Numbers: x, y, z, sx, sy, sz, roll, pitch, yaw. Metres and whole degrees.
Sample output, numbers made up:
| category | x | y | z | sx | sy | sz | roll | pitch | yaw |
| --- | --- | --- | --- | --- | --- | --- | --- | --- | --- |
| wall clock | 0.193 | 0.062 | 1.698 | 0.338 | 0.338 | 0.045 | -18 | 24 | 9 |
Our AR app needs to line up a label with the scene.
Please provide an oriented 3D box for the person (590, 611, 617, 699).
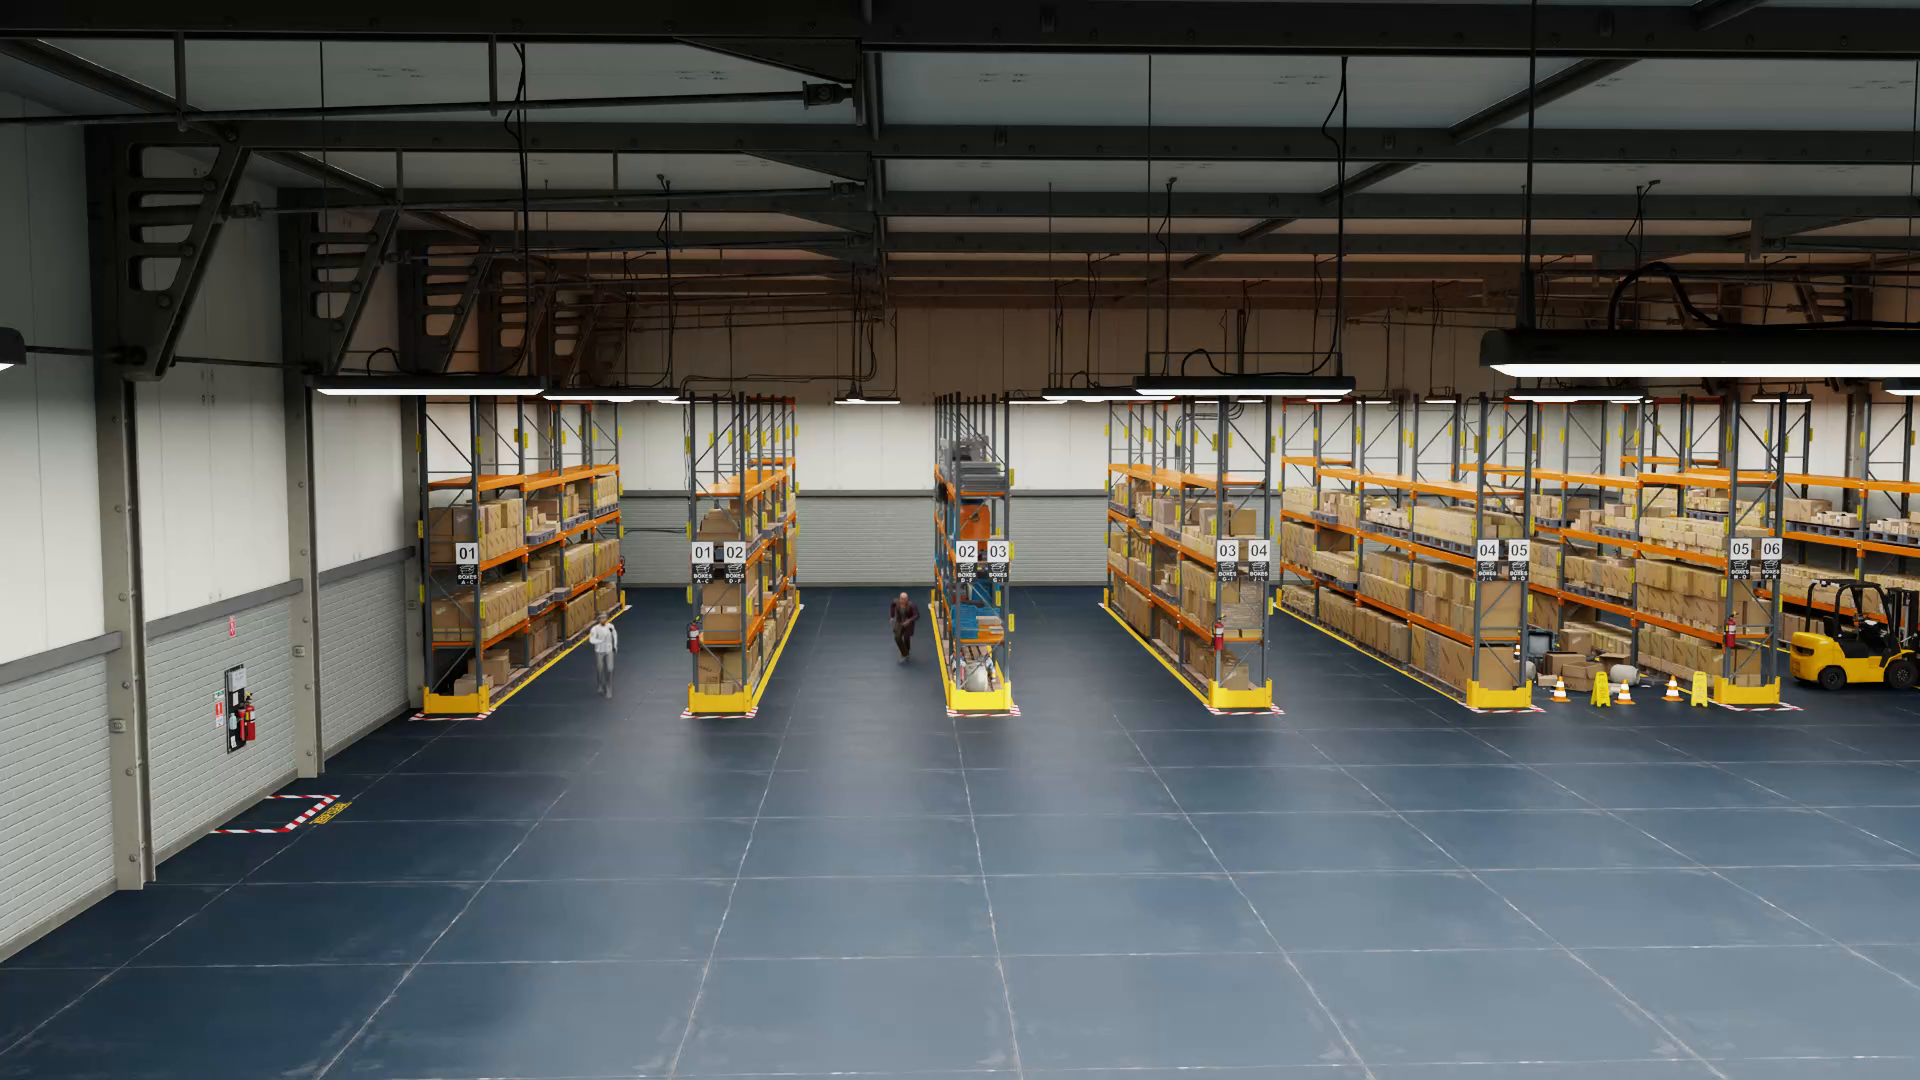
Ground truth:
| category | x | y | z | sx | sy | sz | roll | pitch | yaw |
| --- | --- | --- | --- | --- | --- | --- | --- | --- | --- |
| person | -7.031 | 2.252 | 32.822 | 0.560 | 1.746 | 0.832 | -1 | 5 | -17 |

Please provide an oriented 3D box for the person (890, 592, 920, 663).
| category | x | y | z | sx | sy | sz | roll | pitch | yaw |
| --- | --- | --- | --- | --- | --- | --- | --- | --- | --- |
| person | -1.218 | 1.933 | 37.561 | 0.712 | 1.613 | 1.110 | 1 | 5 | 8 |
